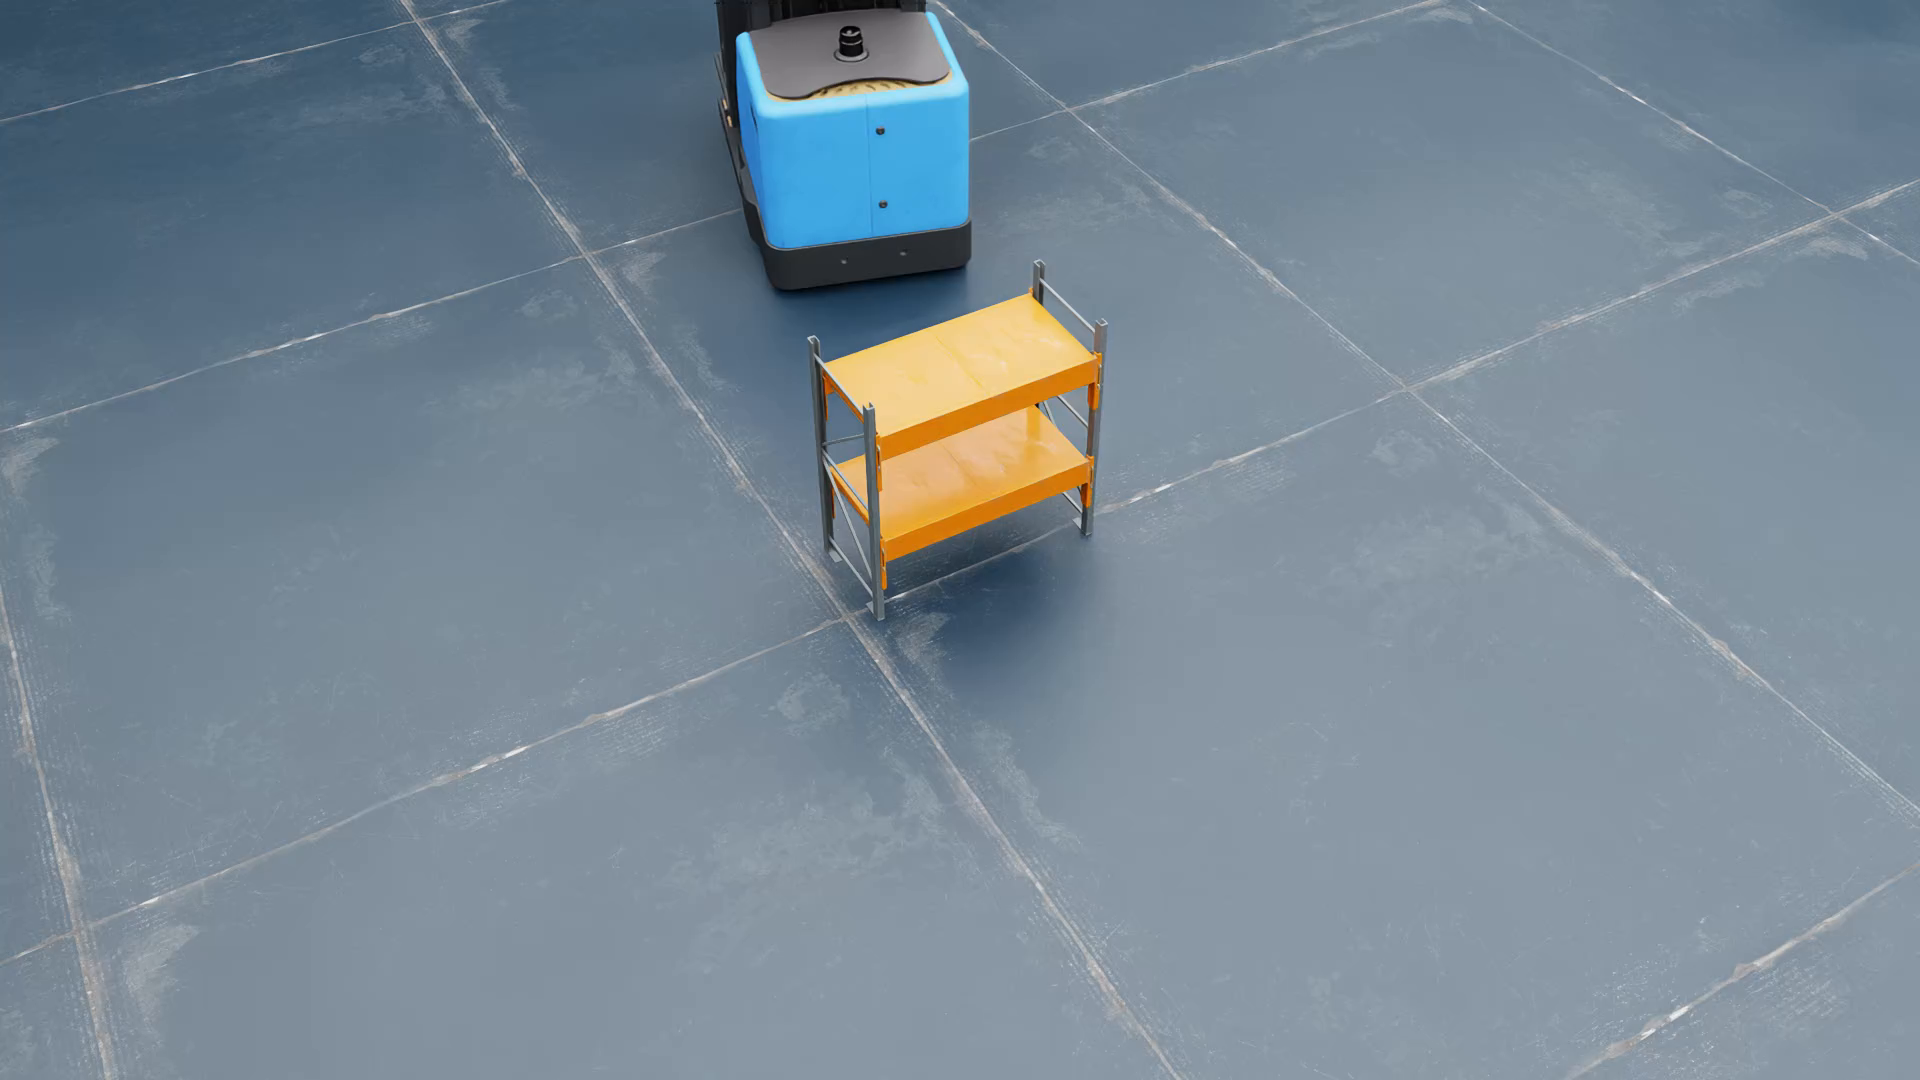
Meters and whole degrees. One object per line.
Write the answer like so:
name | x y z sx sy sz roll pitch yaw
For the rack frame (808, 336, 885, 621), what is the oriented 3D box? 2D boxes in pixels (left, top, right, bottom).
rack frame | -0.447 -0.225 6.603 0.032 1.125 0.500 -22 48 -21

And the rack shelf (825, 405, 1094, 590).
rack shelf | -0.006 -0.226 6.956 1.000 0.278 0.538 -22 48 -21

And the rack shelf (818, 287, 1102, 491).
rack shelf | -0.006 -0.611 6.581 1.000 0.278 0.538 -22 48 -21

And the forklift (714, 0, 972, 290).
forklift | -0.777 -3.355 8.532 1.130 2.935 3.031 -9 45 -9

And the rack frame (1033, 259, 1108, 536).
rack frame | 0.435 -0.578 6.967 0.032 1.125 0.500 -22 48 -21

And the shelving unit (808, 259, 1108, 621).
shelving unit | -0.006 -0.401 6.785 1.048 1.125 0.538 -22 48 -21
